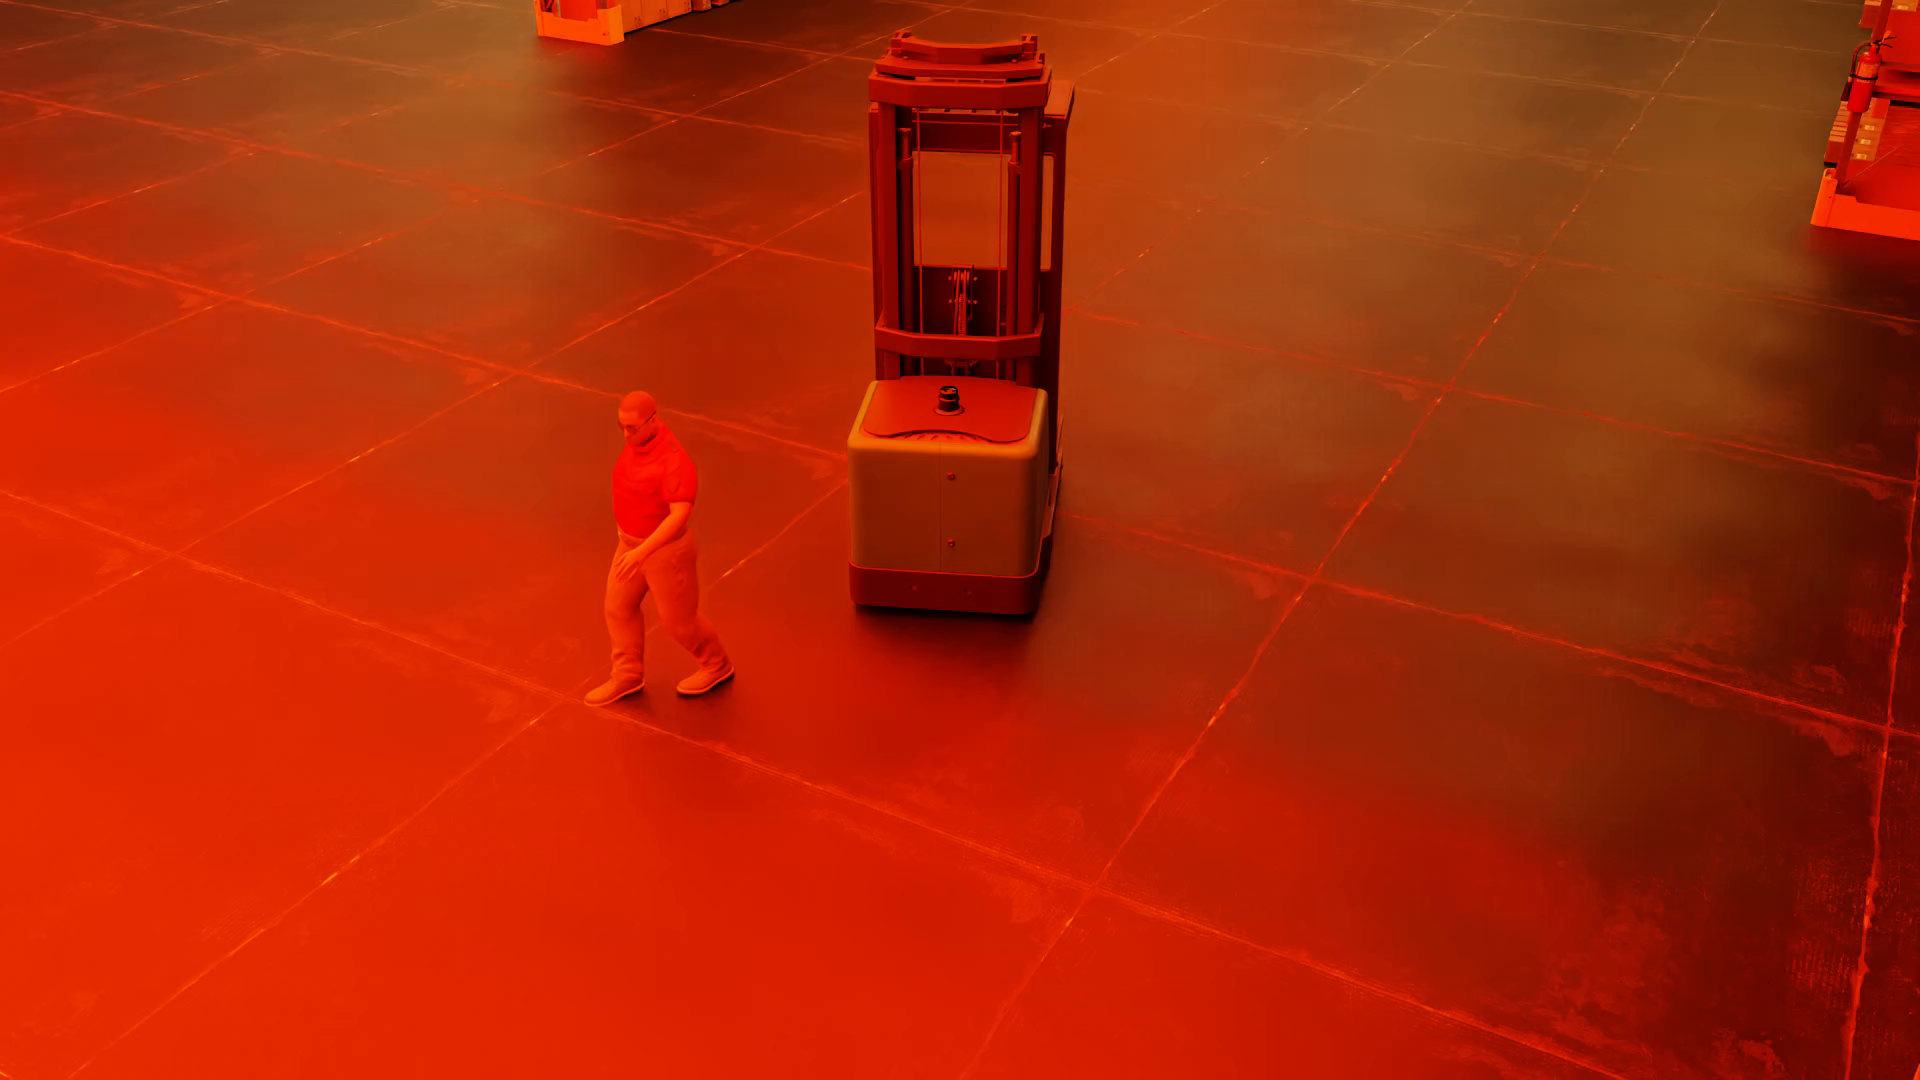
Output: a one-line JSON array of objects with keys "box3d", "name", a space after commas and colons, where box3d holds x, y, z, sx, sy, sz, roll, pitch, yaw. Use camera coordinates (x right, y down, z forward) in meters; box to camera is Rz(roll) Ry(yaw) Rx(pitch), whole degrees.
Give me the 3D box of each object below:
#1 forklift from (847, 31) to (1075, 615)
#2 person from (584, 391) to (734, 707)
[{"box3d": [0.072, -1.572, 9.794, 1.130, 2.935, 3.031, 3, 30, 6], "name": "forklift"}, {"box3d": [-1.583, 0.046, 8.242, 0.749, 1.705, 0.982, -22, 37, -34], "name": "person"}]
